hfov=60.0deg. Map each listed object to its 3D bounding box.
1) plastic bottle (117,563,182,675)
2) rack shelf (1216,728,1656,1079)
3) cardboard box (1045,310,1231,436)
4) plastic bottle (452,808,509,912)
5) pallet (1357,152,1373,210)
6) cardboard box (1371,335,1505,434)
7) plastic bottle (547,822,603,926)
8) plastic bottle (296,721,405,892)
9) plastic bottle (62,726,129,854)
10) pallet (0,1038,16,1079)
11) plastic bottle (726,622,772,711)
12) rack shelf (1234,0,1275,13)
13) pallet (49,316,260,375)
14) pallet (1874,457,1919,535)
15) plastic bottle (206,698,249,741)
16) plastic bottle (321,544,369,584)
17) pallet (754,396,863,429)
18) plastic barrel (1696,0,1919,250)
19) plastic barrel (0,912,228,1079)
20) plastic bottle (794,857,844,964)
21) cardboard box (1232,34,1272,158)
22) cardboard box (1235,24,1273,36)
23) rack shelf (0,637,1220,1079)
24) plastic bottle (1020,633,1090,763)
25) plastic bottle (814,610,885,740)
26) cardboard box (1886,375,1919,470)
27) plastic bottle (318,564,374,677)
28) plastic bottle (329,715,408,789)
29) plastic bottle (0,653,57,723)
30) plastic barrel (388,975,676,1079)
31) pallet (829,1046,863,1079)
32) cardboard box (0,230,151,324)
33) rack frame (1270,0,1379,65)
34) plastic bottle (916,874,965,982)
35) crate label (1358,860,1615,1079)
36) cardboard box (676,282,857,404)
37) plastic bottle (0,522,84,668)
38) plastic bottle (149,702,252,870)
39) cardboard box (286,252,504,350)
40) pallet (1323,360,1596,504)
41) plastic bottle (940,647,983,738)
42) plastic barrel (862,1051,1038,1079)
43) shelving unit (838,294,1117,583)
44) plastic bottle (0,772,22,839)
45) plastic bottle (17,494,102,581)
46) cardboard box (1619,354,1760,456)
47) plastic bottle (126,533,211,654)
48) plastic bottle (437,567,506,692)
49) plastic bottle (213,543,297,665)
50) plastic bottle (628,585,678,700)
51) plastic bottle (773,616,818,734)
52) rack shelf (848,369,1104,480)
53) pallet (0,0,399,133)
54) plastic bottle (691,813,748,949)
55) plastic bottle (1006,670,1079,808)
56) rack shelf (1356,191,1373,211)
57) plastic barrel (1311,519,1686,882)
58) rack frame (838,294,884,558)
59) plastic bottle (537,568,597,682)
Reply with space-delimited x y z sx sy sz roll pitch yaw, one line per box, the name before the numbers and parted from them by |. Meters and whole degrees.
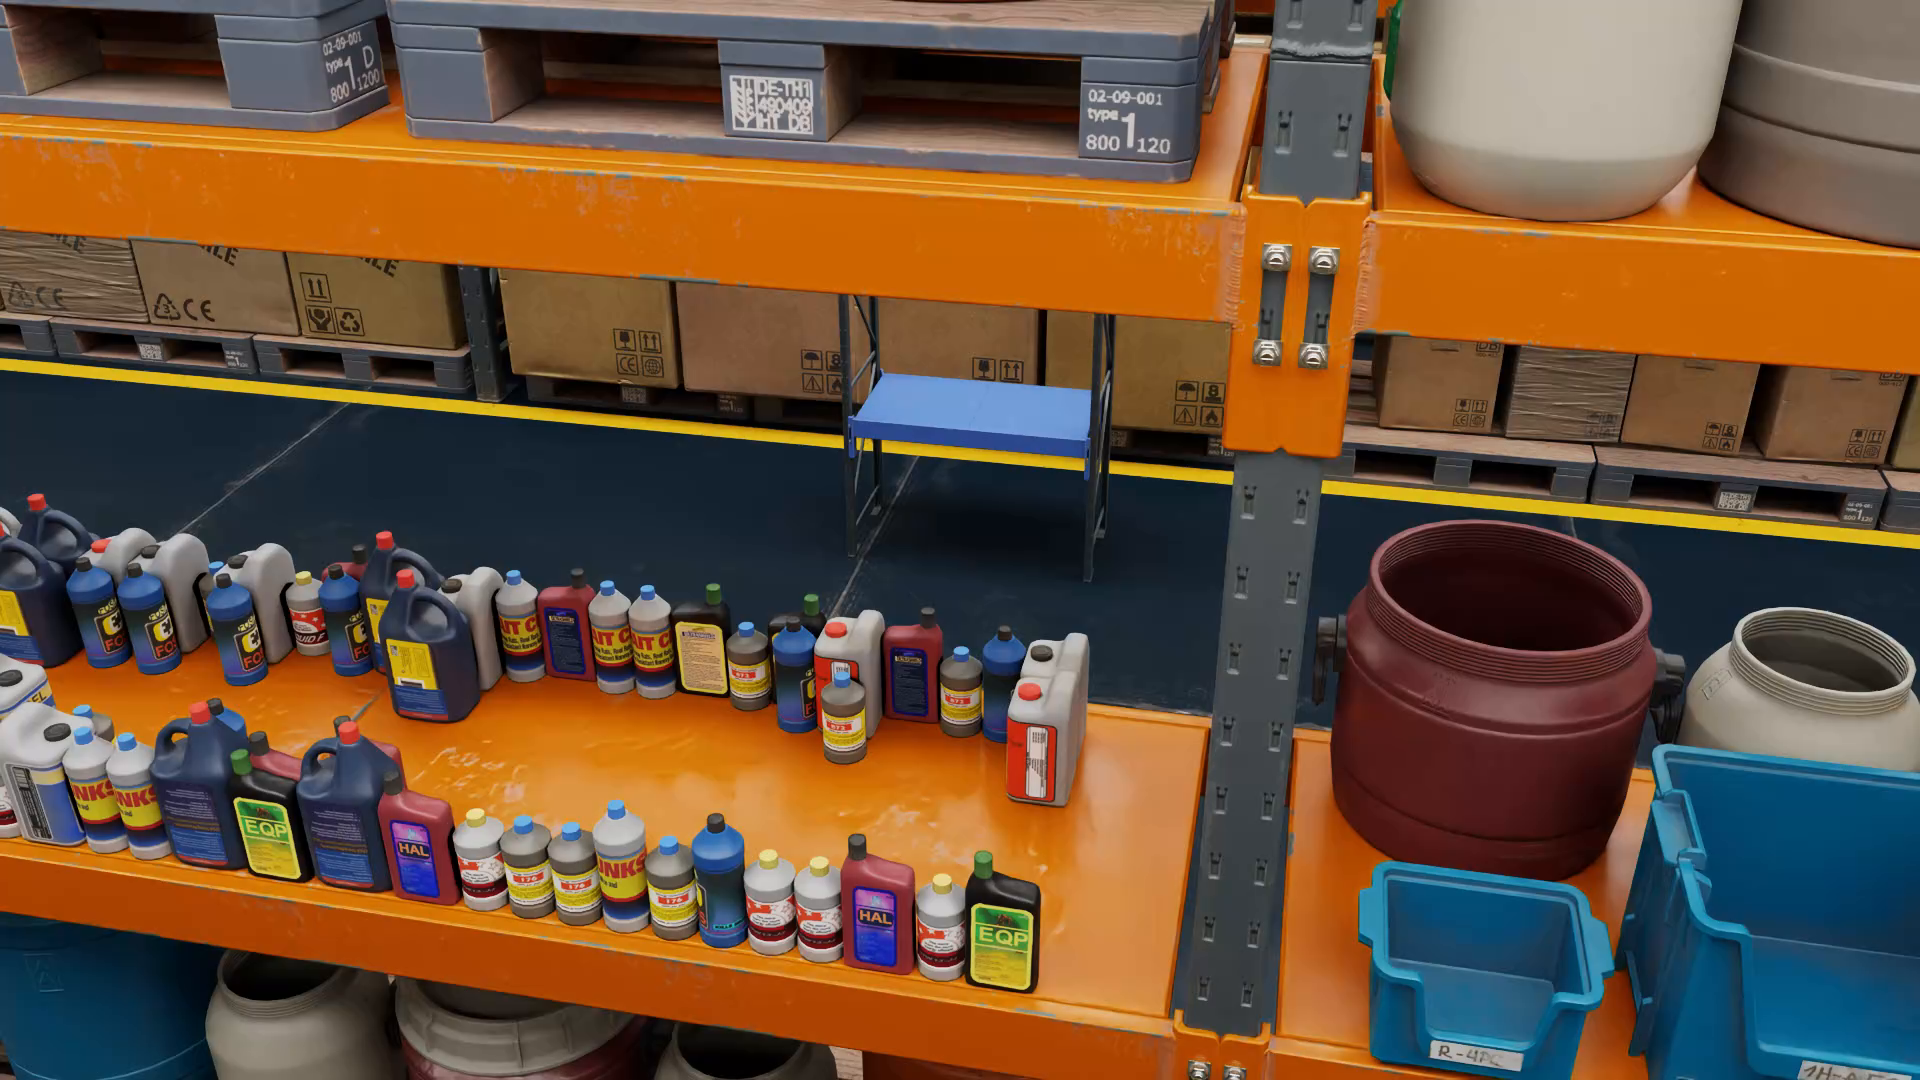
plastic bottle | -1.923 0.179 3.933 0.097 0.271 0.097 0 29 0
rack shelf | 2.518 0.991 3.065 4.000 0.370 1.077 6 29 11
cardboard box | 0.925 -1.182 8.061 0.875 0.875 1.225 5 29 8
plastic bottle | -0.924 0.610 3.218 0.097 0.201 0.097 0 29 0
pallet | 2.315 -1.745 7.514 1.003 0.211 1.213 6 29 11
cardboard box | 2.255 -0.890 7.896 0.500 0.500 0.700 4 29 8
plastic bottle | -0.734 0.630 3.183 0.097 0.201 0.097 0 29 0
plastic bottle | -1.188 0.506 3.253 0.185 0.351 0.144 6 29 11
plastic bottle | -1.737 0.496 3.354 0.097 0.271 0.097 0 29 0
pallet | -2.604 1.394 4.484 1.213 0.211 1.003 6 29 11
plastic bottle | -0.485 0.283 3.817 0.097 0.201 0.097 0 29 0
rack shelf | 0.775 -4.055 12.283 4.000 0.370 1.077 6 29 11
pallet | -4.240 -1.263 9.338 1.213 0.211 1.003 6 29 11
pallet | 4.746 -0.304 7.586 1.213 0.211 1.003 6 29 11
plastic bottle | -1.517 0.448 3.442 0.097 0.271 0.097 0 29 0
plastic bottle | -1.453 0.139 3.995 0.133 0.283 0.061 6 29 11
pallet | -0.349 -0.866 8.611 1.213 0.211 1.003 6 29 11
plastic barrel | 1.319 -0.876 2.081 0.600 0.901 0.600 0 29 0
plastic barrel | -2.129 0.944 4.150 0.708 0.901 0.600 6 29 11
plastic bottle | -0.258 0.679 3.093 0.097 0.201 0.097 0 29 0
cardboard box | 1.177 -2.071 7.806 0.500 0.500 0.500 7 29 12
cardboard box | 2.007 -3.532 11.963 0.500 0.250 0.500 5 29 9
rack shelf | -1.394 0.590 3.798 4.000 0.370 1.077 6 29 11
plastic bottle | 0.206 0.334 3.645 0.135 0.276 0.152 6 29 11
plastic bottle | -0.247 0.288 3.730 0.135 0.276 0.152 6 29 11
cardboard box | 4.449 -0.675 7.504 0.500 0.500 0.700 6 29 10
plastic bottle | -1.452 0.183 3.926 0.097 0.271 0.097 0 29 0
plastic bottle | -1.192 0.485 3.362 0.133 0.283 0.061 6 29 11
plastic bottle | -2.040 0.375 3.570 0.135 0.276 0.152 6 29 11
plastic barrel | -1.025 1.194 4.019 0.708 0.588 0.600 6 29 11
pallet | -0.218 1.639 4.037 1.213 0.211 1.003 6 29 11
cardboard box | -4.695 -1.788 9.167 0.875 0.875 0.875 6 29 11
rack frame | 0.562 -2.156 1.818 0.127 3.000 1.000 6 29 11
plastic bottle | -0.032 0.702 3.051 0.097 0.201 0.097 0 29 0
crate label | 0.895 0.767 2.900 0.416 0.233 0.303 6 29 11
cardboard box | -0.812 -1.360 8.386 0.875 0.875 1.225 5 29 9
plastic bottle | -2.232 0.120 3.958 0.185 0.351 0.144 6 29 11
plastic bottle | -1.499 0.474 3.311 0.185 0.351 0.144 6 29 11
cardboard box | -2.945 -1.608 8.839 0.875 0.875 0.875 6 29 11
pallet | 2.360 -0.549 8.032 1.213 0.211 1.003 6 29 11
plastic bottle | 0.003 0.333 3.725 0.097 0.201 0.097 0 29 0
plastic barrel | 0.080 1.202 3.754 0.708 0.830 0.600 6 29 11
shelving unit | 0.083 -0.649 6.874 1.048 1.500 0.538 6 29 11
plastic bottle | -1.964 0.504 3.413 0.097 0.201 0.097 0 29 0
plastic bottle | -2.202 0.053 4.082 0.185 0.351 0.144 6 29 11
cardboard box | 3.356 -0.786 7.708 0.500 0.500 0.700 8 30 15
plastic bottle | -1.915 0.117 4.042 0.135 0.276 0.152 6 29 11
plastic bottle | -1.150 0.195 3.899 0.135 0.276 0.152 6 29 11
plastic bottle | -1.688 0.140 4.000 0.135 0.276 0.152 6 29 11
plastic bottle | -0.710 0.229 3.842 0.097 0.271 0.097 0 29 0
plastic bottle | -0.367 0.294 3.723 0.097 0.271 0.097 0 29 0
rack shelf | 0.083 -0.492 6.961 1.000 0.185 0.538 6 29 11
pallet | -1.453 -1.014 3.051 1.213 0.211 1.003 6 29 11
plastic bottle | -0.448 0.629 3.112 0.097 0.271 0.097 0 29 0
plastic bottle | 0.174 0.406 3.514 0.135 0.276 0.152 6 29 11
rack shelf | 3.552 -1.335 7.314 4.000 0.370 1.077 6 29 11
plastic barrel | 1.079 0.320 3.401 0.708 0.536 0.600 6 29 11
rack frame | -0.414 -0.700 6.967 0.032 1.500 0.500 6 29 11
plastic bottle | -0.915 0.194 3.894 0.133 0.283 0.061 6 29 11
